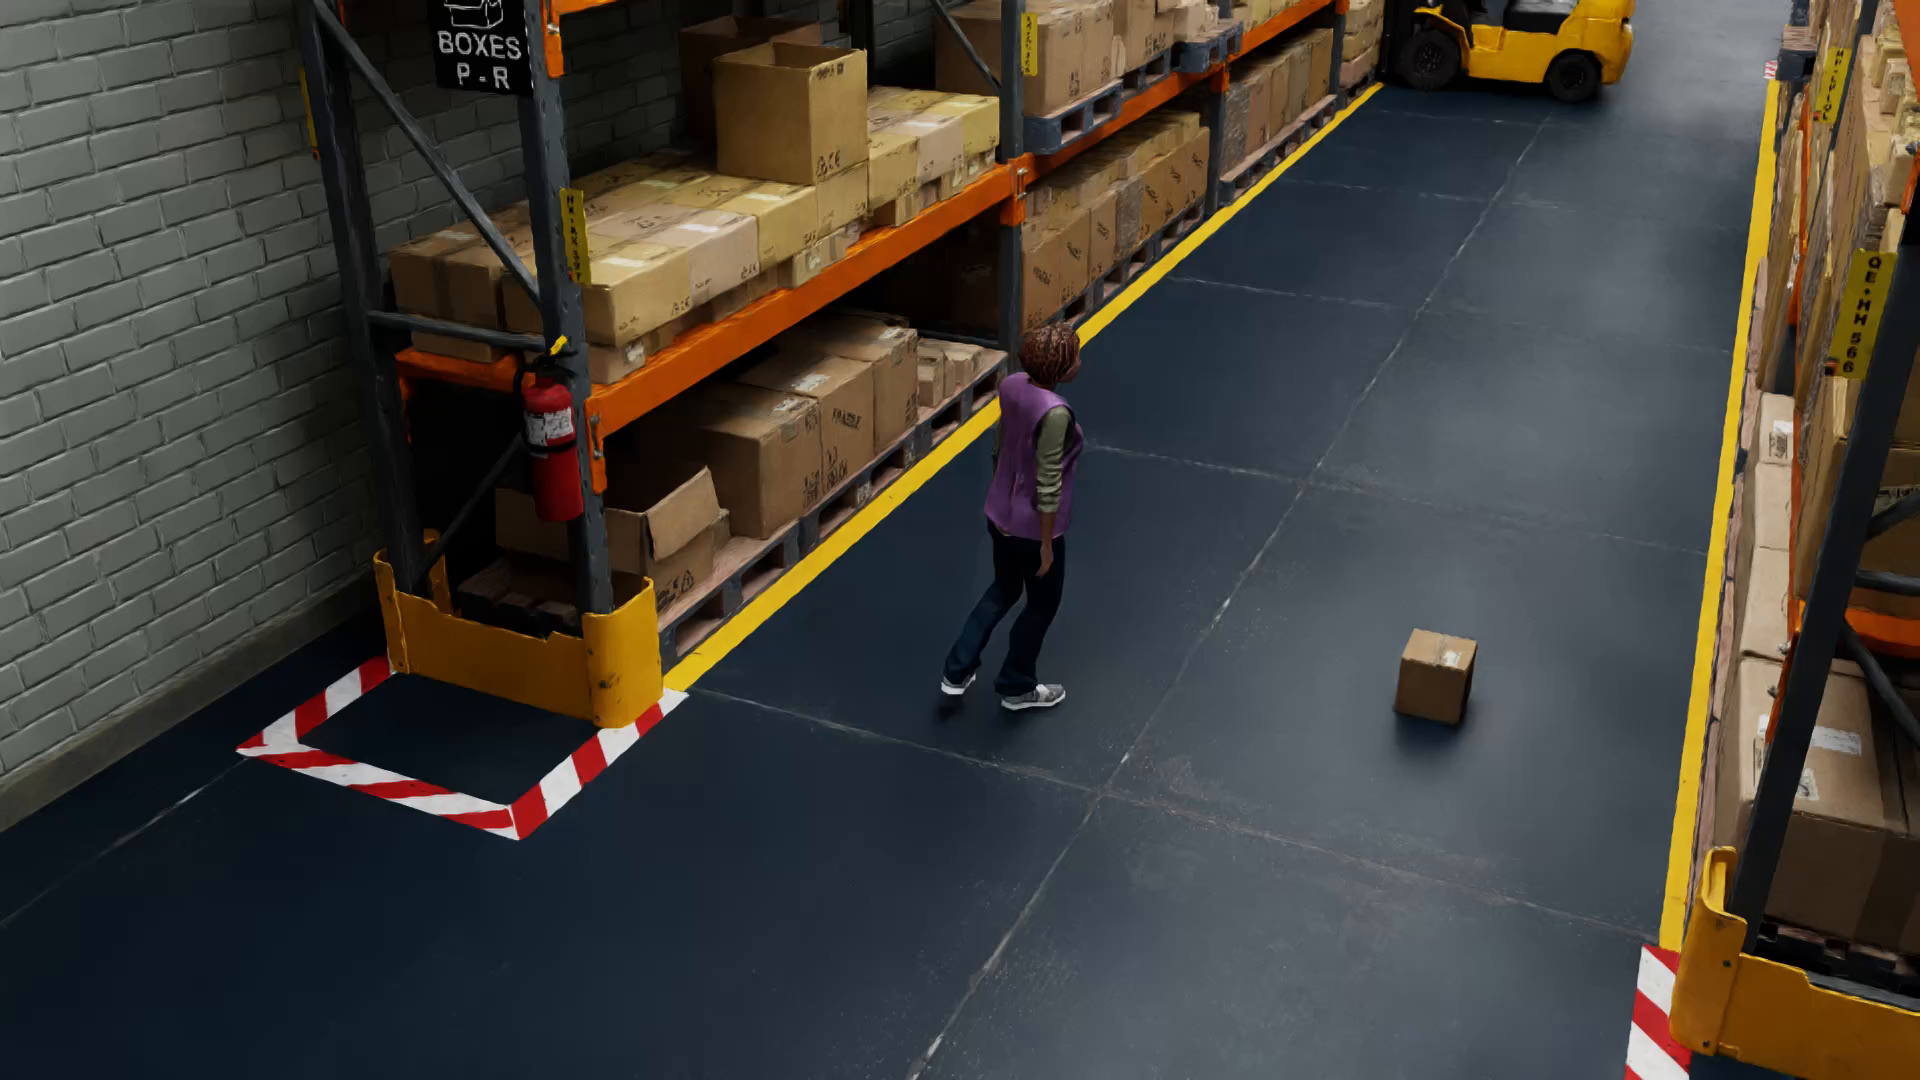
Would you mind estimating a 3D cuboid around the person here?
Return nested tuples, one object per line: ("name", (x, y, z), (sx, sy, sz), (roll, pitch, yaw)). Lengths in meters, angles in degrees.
("person", (0.188, -0.049, 6.224), (0.504, 1.587, 0.463), (-14, 30, -26))
